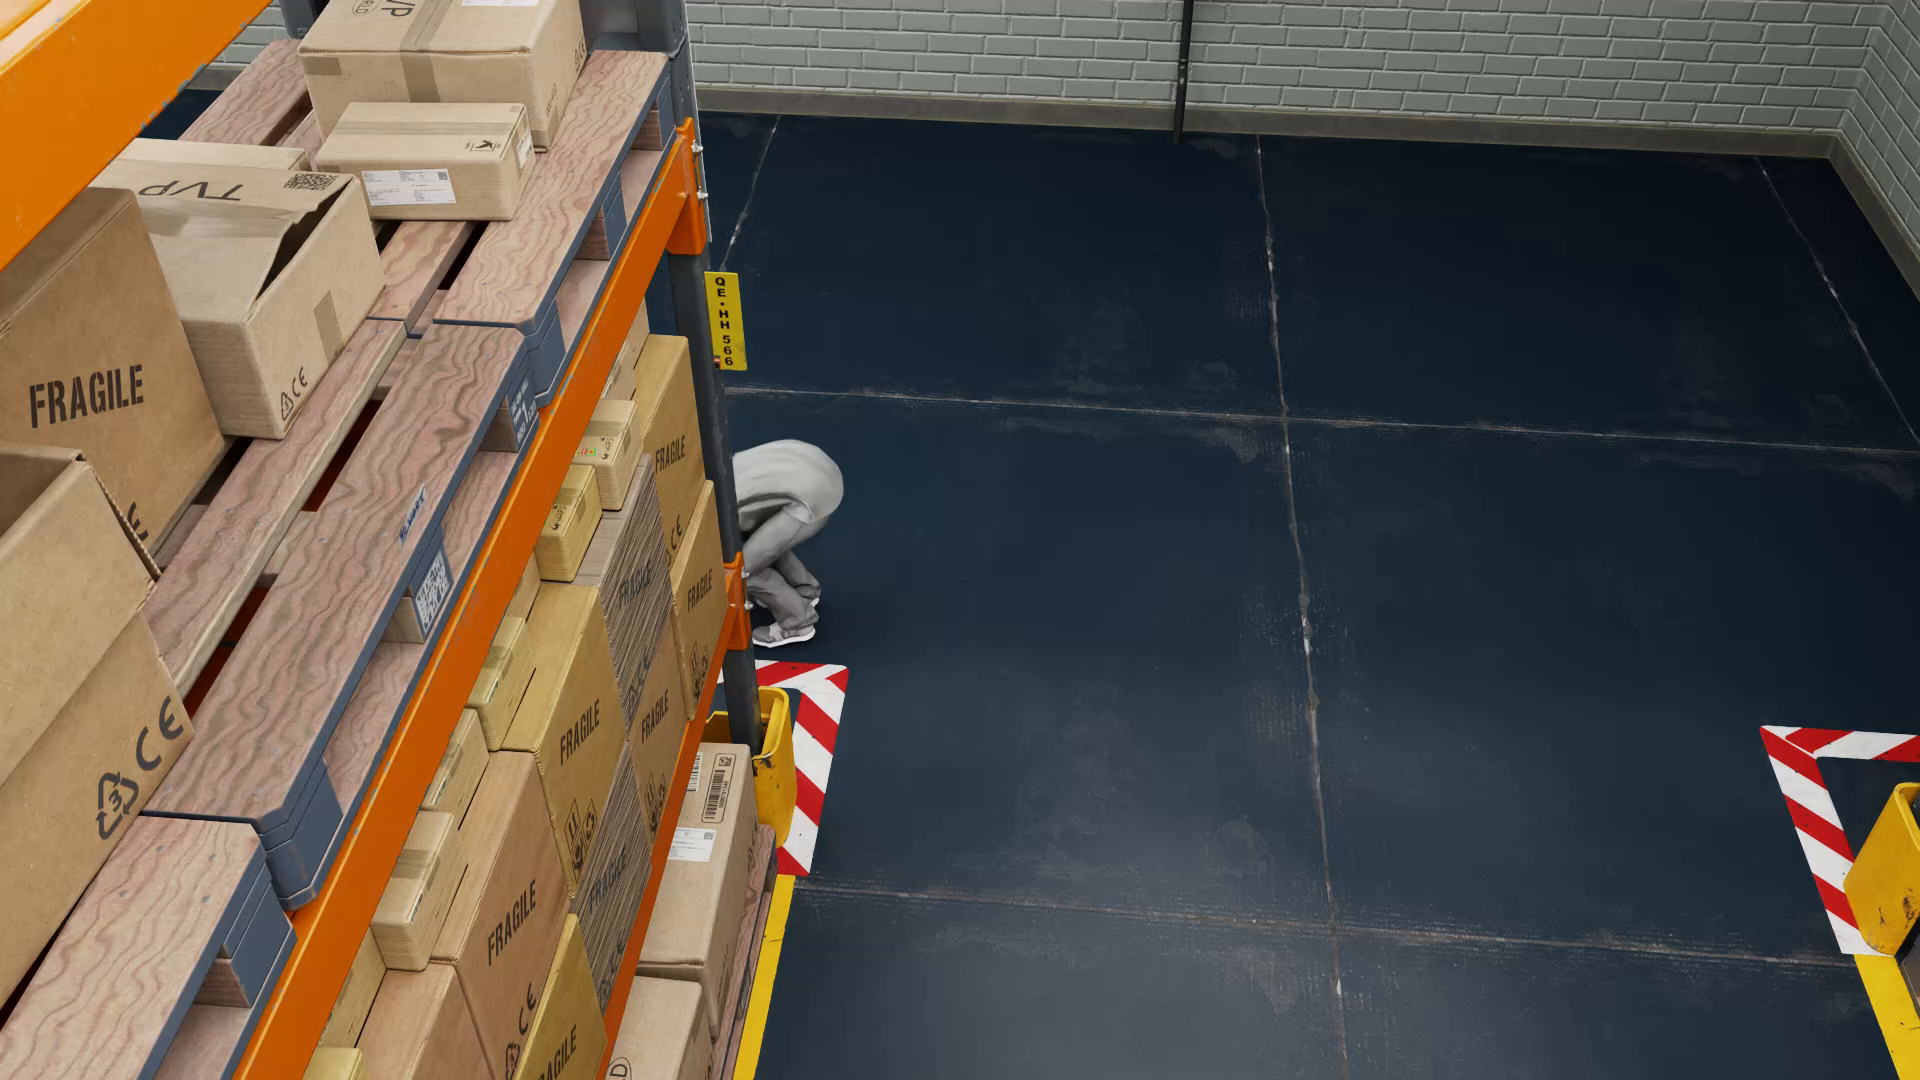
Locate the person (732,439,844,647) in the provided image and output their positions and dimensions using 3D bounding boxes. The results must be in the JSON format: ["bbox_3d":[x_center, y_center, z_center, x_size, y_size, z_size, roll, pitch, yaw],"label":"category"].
[{"bbox_3d":[-0.883,0.011,6.697,0.854,0.887,0.421,-3,41,-3],"label":"person"}]
